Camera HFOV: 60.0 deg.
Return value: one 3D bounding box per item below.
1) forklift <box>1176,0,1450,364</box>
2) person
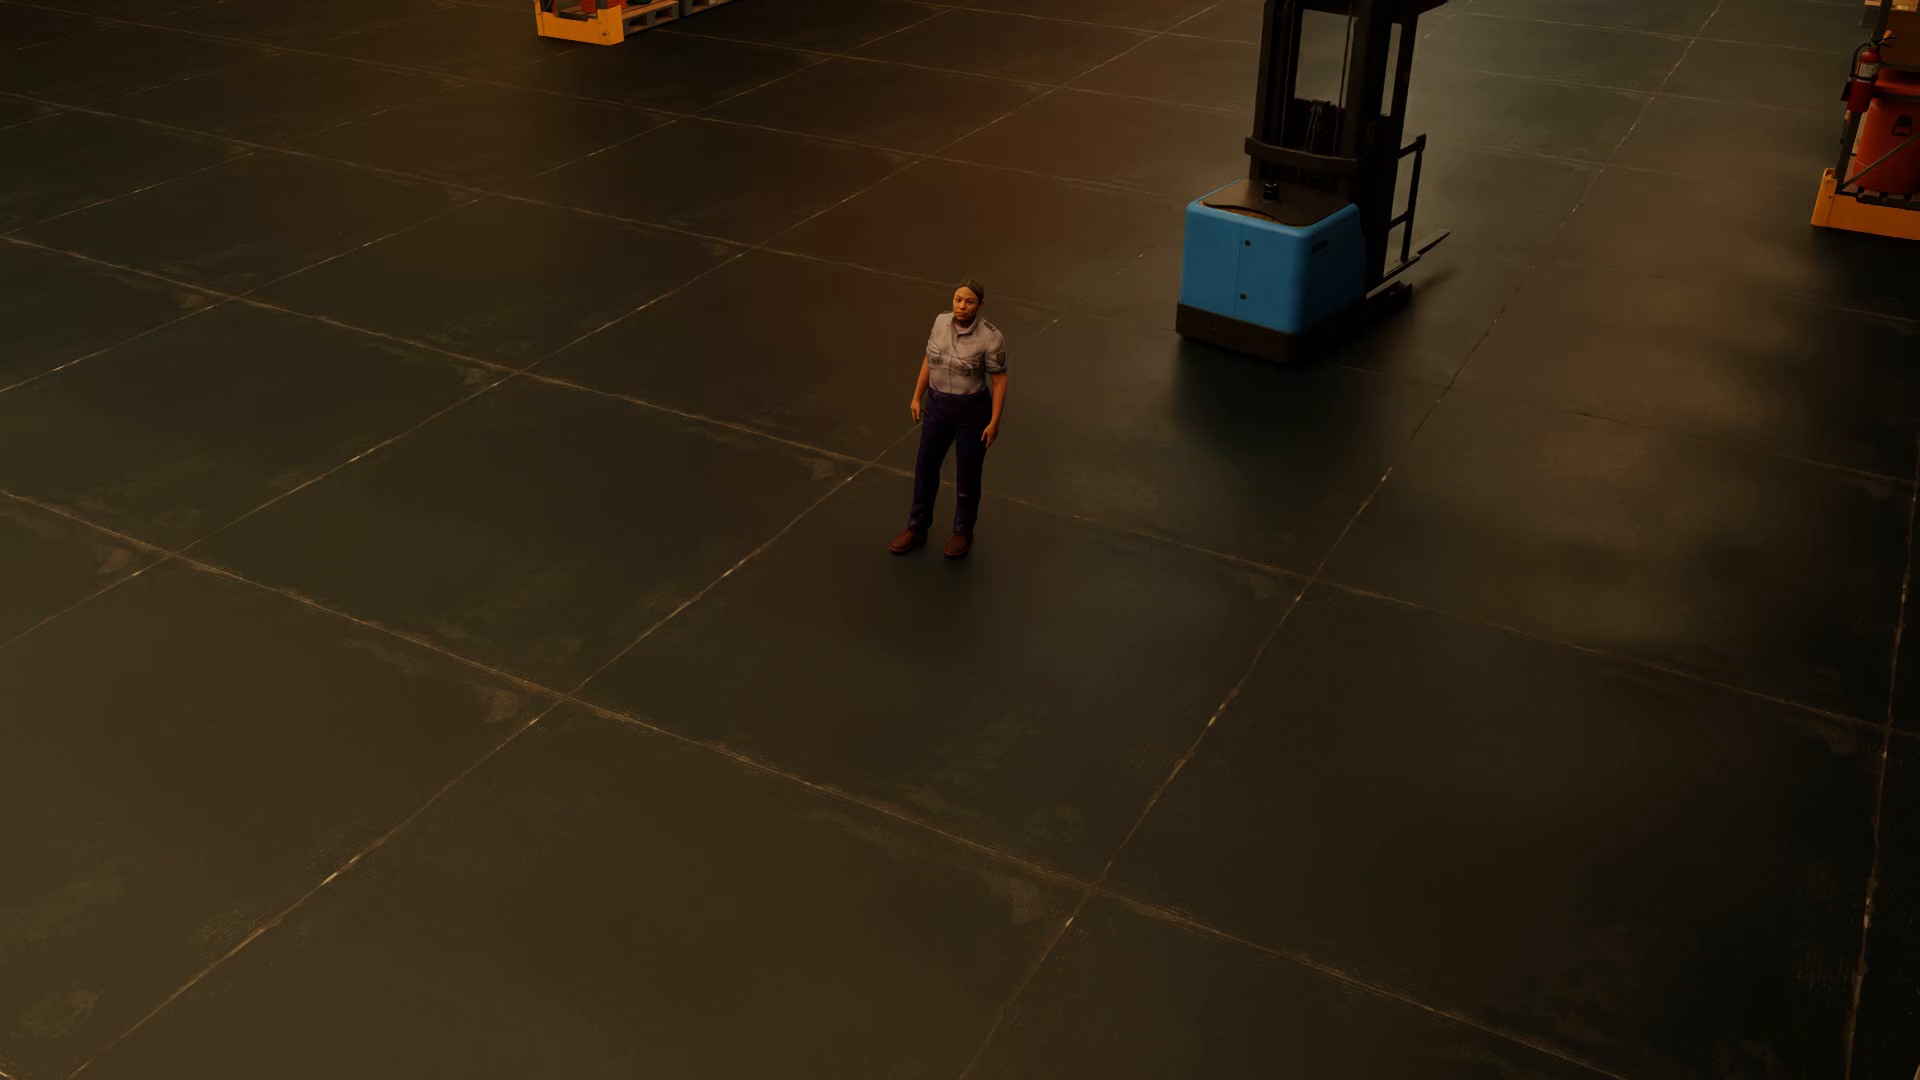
[{"bbox_3d":[2.949,-3.213,12.638,1.130,2.935,3.031,22,36,33],"label":"forklift"},{"bbox_3d":[-0.064,-0.686,9.529,0.598,1.651,0.502,15,33,25],"label":"person"}]
